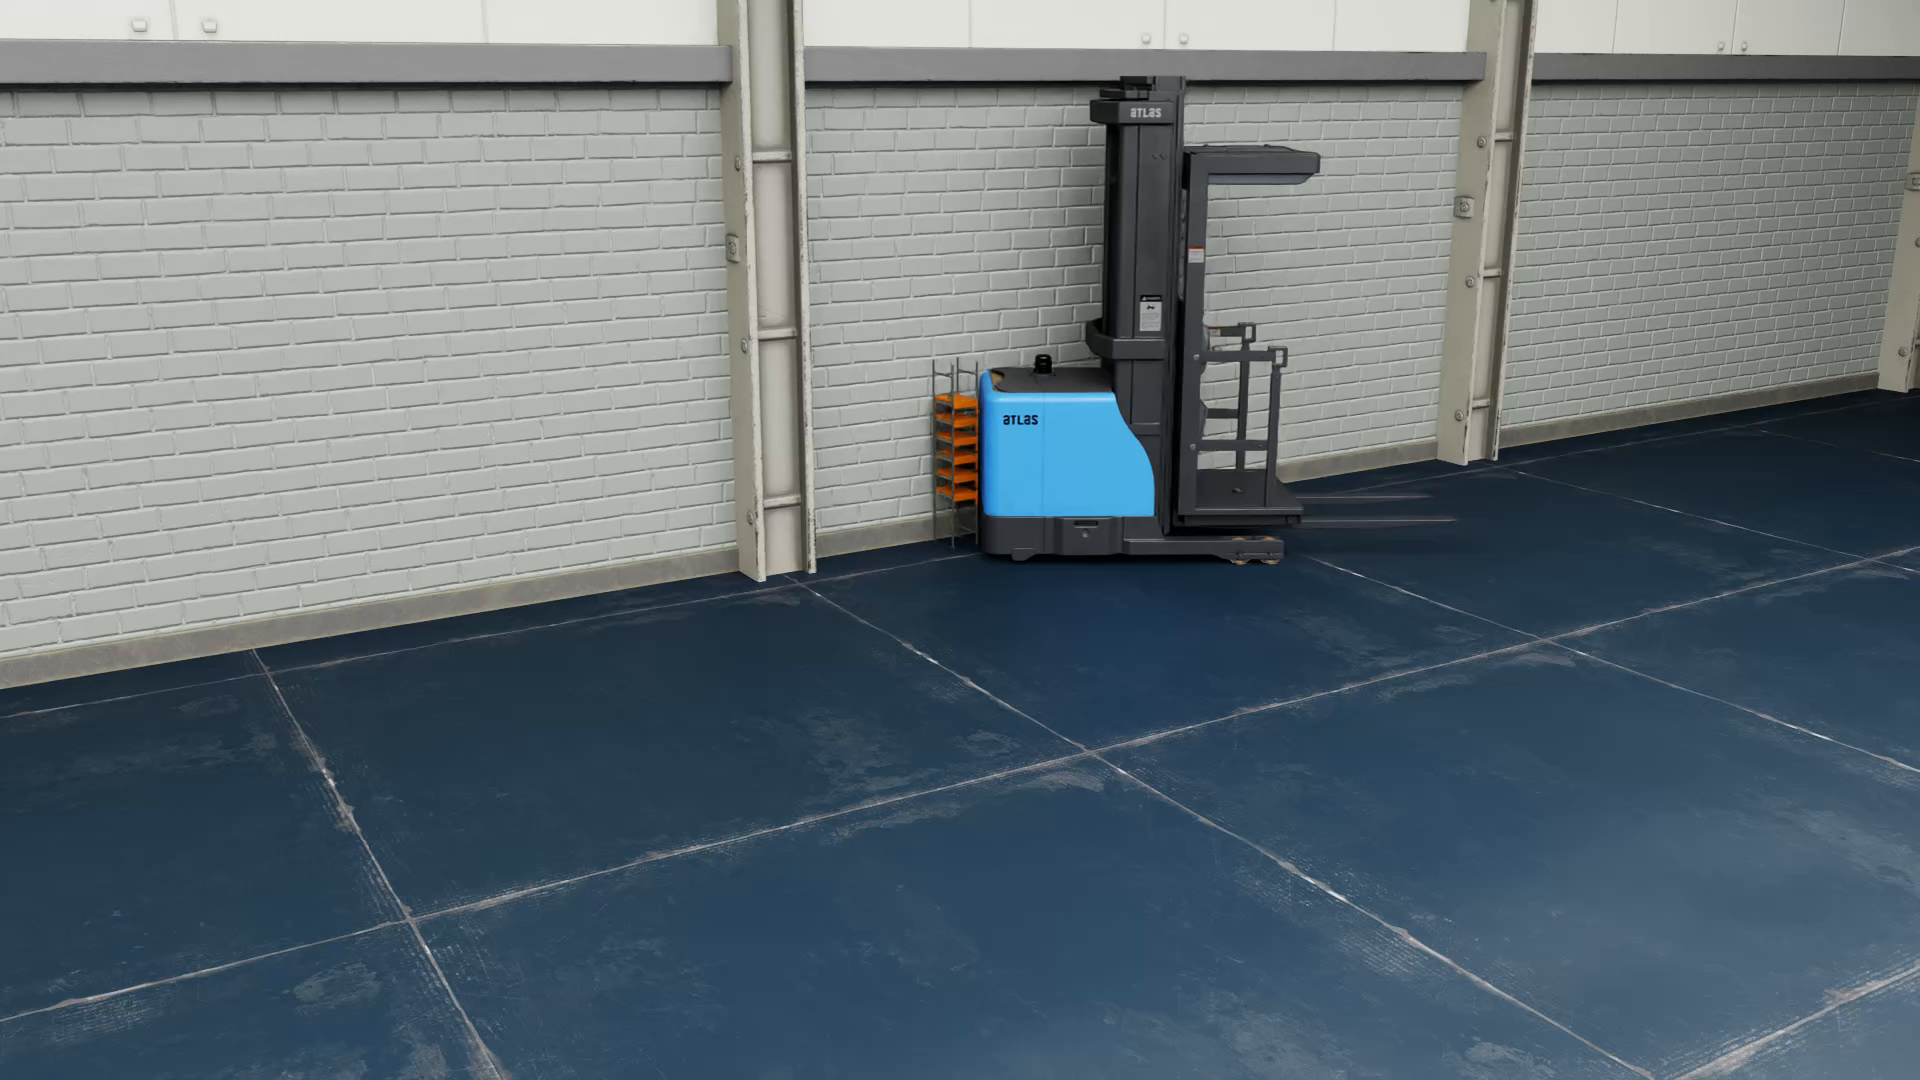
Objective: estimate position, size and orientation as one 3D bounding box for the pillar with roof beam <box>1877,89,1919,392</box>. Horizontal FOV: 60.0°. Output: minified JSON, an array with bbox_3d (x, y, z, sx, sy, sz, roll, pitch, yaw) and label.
[{"bbox_3d":[11.377,-4.816,11.418,0.400,9.000,9.100,-9,18,-30],"label":"pillar with roof beam"}]

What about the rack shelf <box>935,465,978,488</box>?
[{"bbox_3d":[-0.031,-0.399,10.719,0.180,0.103,0.258,-10,19,-32],"label":"rack shelf"}]

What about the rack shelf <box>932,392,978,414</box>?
[{"bbox_3d":[-0.031,-0.861,10.589,0.180,0.103,0.258,-10,19,-32],"label":"rack shelf"}]

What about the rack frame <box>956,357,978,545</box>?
[{"bbox_3d":[0.046,-0.571,10.723,0.006,1.200,0.240,-10,19,-32],"label":"rack frame"}]

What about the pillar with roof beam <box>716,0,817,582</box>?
[{"bbox_3d":[1.091,-3.148,5.467,0.400,9.000,9.100,-9,18,-30],"label":"pillar with roof beam"}]

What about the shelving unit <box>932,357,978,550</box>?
[{"bbox_3d":[-0.031,-0.557,10.674,0.189,1.200,0.258,-10,19,-32],"label":"shelving unit"}]

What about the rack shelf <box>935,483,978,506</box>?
[{"bbox_3d":[-0.031,-0.283,10.751,0.180,0.103,0.258,-10,19,-32],"label":"rack shelf"}]

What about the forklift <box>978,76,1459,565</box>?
[{"bbox_3d":[1.642,-1.402,10.481,3.031,2.935,1.130,0,16,-1],"label":"forklift"}]

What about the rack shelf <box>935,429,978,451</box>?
[{"bbox_3d":[-0.031,-0.630,10.654,0.180,0.103,0.258,-10,19,-32],"label":"rack shelf"}]

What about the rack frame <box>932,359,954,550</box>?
[{"bbox_3d":[-0.107,-0.544,10.626,0.006,1.200,0.240,-10,19,-32],"label":"rack frame"}]

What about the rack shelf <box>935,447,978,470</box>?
[{"bbox_3d":[-0.031,-0.514,10.686,0.180,0.103,0.258,-10,19,-32],"label":"rack shelf"}]

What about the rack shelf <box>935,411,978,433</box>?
[{"bbox_3d":[-0.031,-0.746,10.622,0.180,0.103,0.258,-10,19,-32],"label":"rack shelf"}]

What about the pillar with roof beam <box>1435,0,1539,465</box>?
[{"bbox_3d":[6.234,-3.982,8.442,0.400,9.000,9.100,-9,18,-30],"label":"pillar with roof beam"}]
